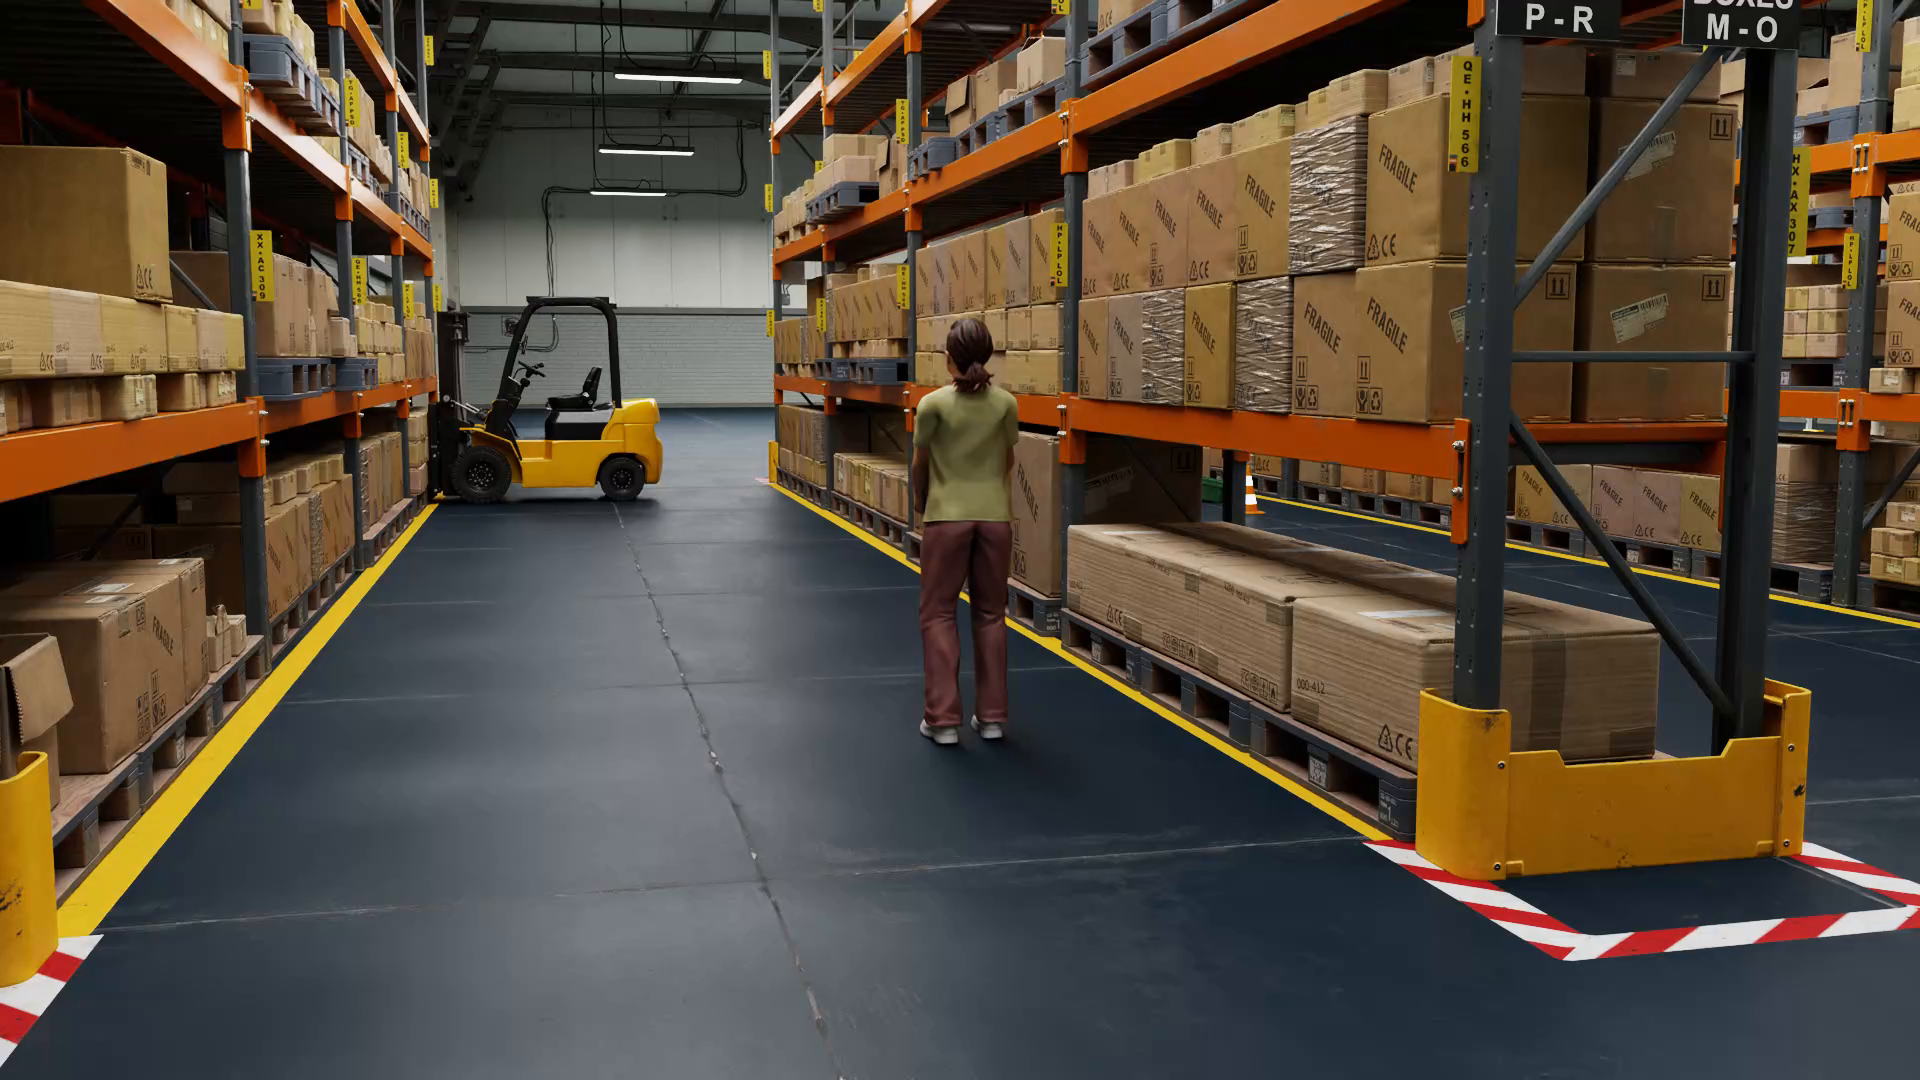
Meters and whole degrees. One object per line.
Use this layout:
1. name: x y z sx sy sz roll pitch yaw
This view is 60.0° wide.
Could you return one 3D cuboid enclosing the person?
1. person: 0.005 -0.022 6.596 0.428 1.619 0.521 -2 6 -14
